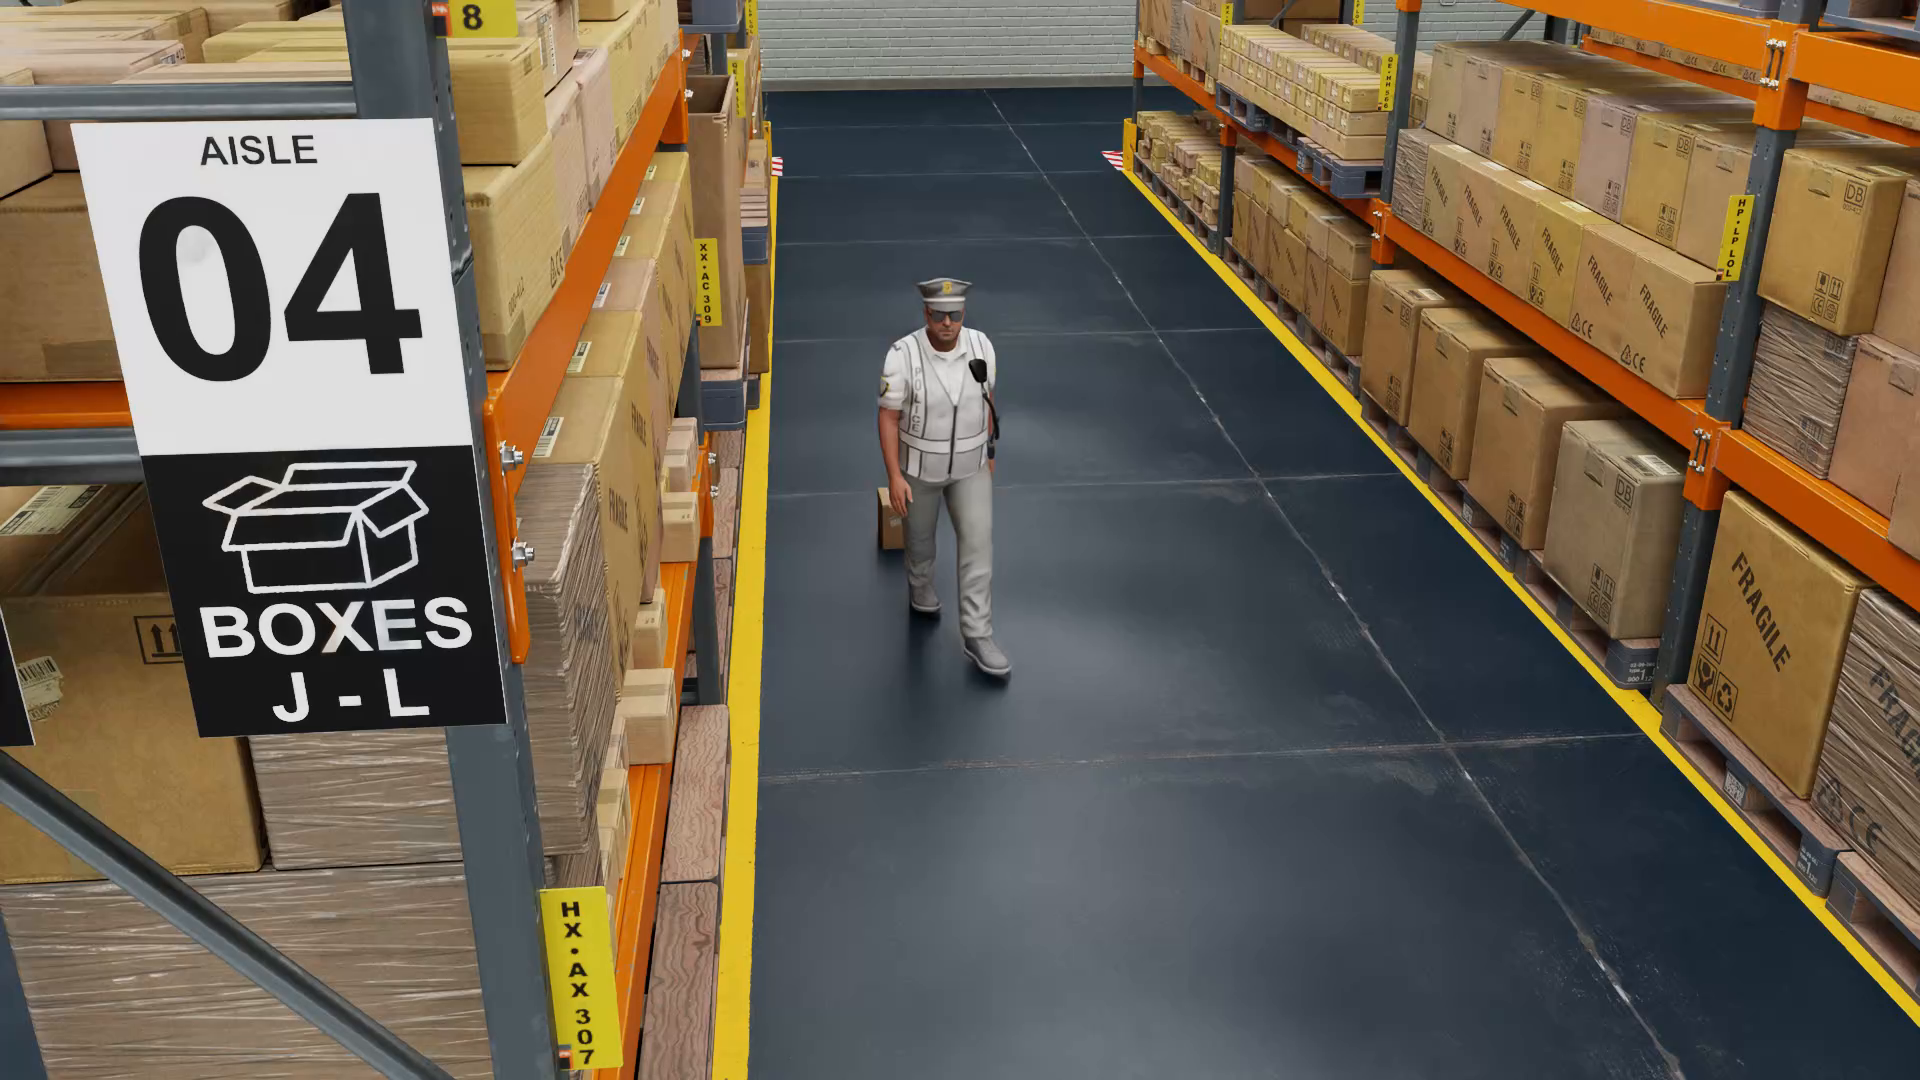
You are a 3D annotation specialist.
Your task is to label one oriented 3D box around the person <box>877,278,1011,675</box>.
[{"bbox_3d":[-0.078,-0.346,7.355,0.570,1.698,1.025,-5,24,-11],"label":"person"}]
